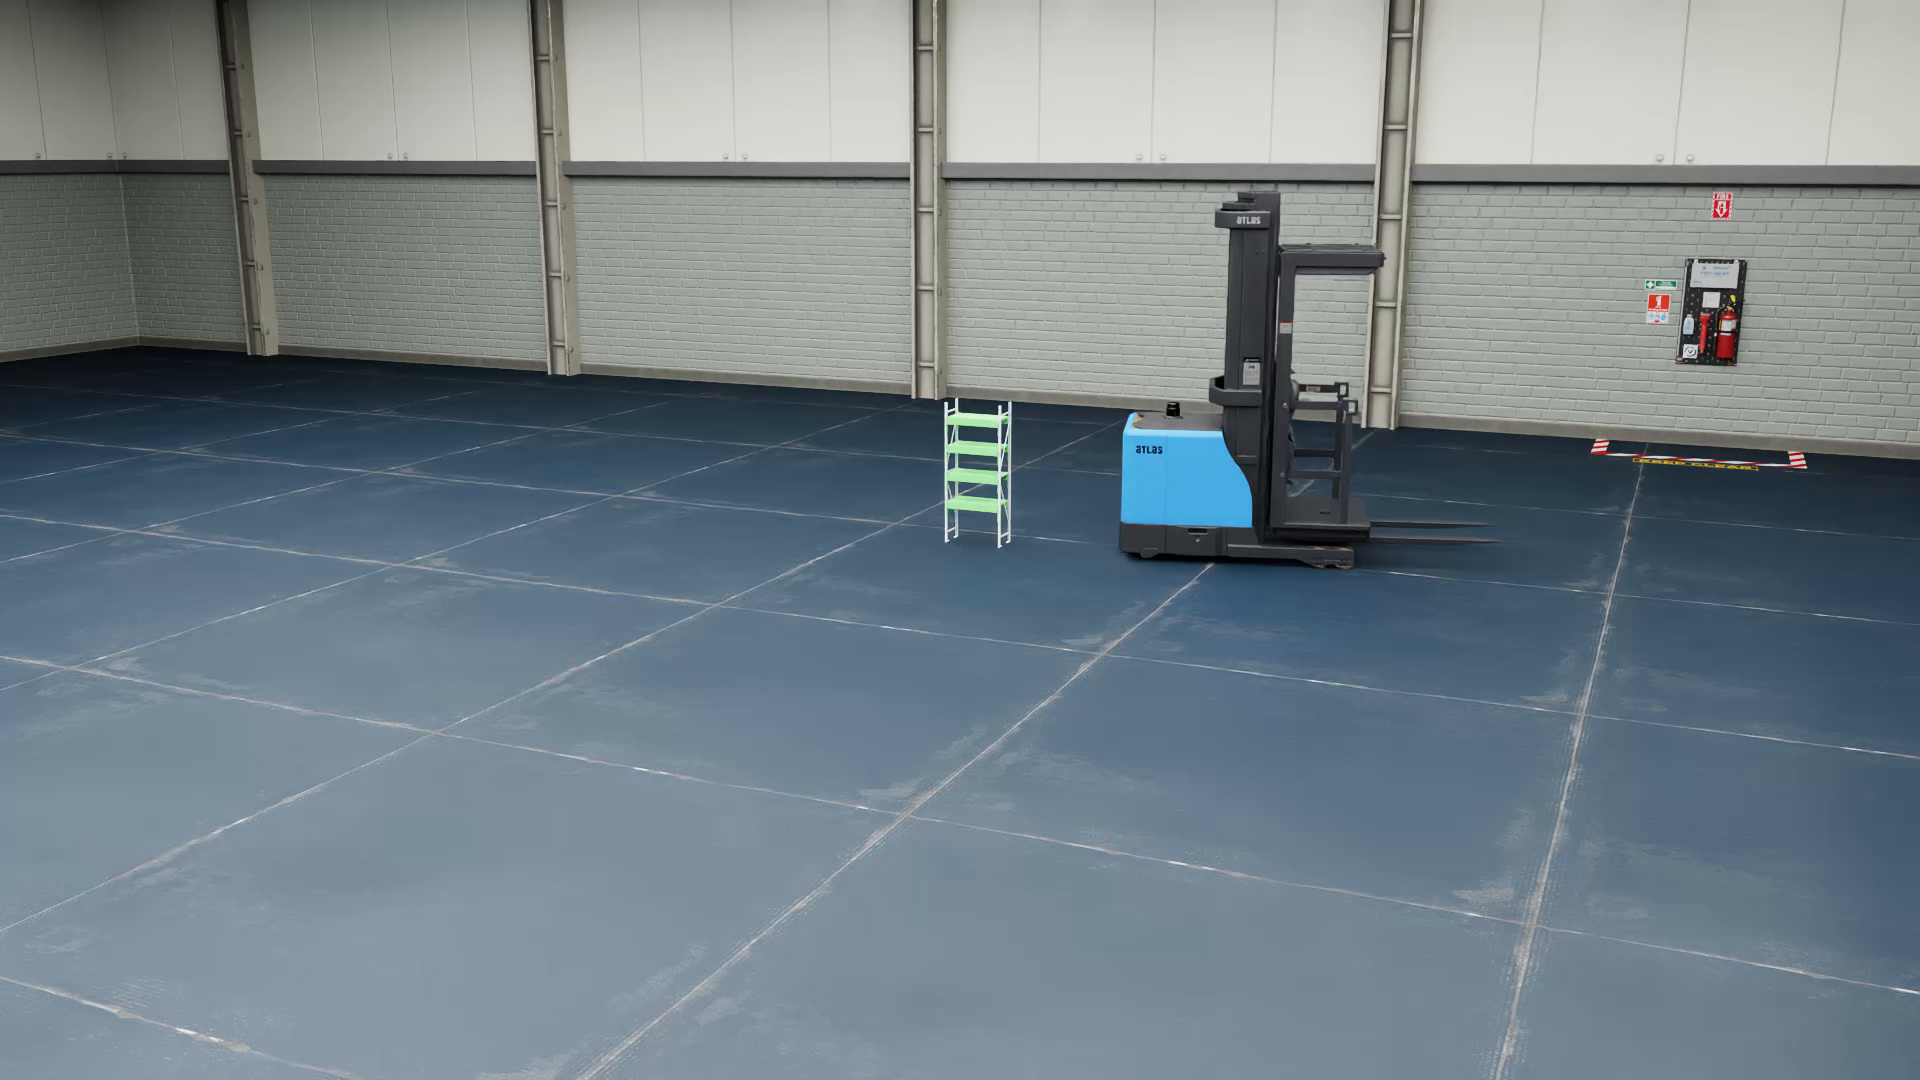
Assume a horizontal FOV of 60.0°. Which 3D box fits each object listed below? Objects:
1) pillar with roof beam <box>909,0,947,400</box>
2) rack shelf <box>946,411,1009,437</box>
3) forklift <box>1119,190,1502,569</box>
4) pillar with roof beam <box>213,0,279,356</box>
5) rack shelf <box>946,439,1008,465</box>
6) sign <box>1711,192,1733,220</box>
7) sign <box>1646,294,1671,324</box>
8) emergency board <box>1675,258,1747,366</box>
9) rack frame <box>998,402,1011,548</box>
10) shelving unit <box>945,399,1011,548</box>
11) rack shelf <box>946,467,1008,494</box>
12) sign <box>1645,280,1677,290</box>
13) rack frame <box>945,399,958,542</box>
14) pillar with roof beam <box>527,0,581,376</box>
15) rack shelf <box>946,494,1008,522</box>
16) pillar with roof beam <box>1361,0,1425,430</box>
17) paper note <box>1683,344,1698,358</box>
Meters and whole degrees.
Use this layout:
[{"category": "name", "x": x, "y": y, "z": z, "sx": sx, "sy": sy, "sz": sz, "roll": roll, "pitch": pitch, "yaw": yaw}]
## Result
[{"category": "pillar with roof beam", "x": -2.157, "y": -5.407, "z": 17.598, "sx": 0.400, "sy": 9.000, "sz": 9.100, "roll": 6, "pitch": 14, "yaw": 23}, {"category": "rack shelf", "x": 0.151, "y": -0.974, "z": 13.957, "sx": 0.480, "sy": 0.148, "sz": 0.258, "roll": 6, "pitch": 14, "yaw": 23}, {"category": "forklift", "x": 2.863, "y": -1.326, "z": 13.489, "sx": 3.031, "sy": 2.935, "sz": 1.130, "roll": 2, "pitch": 13, "yaw": 9}, {"category": "pillar with roof beam", "x": -13.128, "y": -6.517, "z": 22.330, "sx": 0.400, "sy": 9.000, "sz": 9.100, "roll": 6, "pitch": 14, "yaw": 23}, {"category": "rack shelf", "x": 0.151, "y": -0.740, "z": 14.012, "sx": 0.480, "sy": 0.148, "sz": 0.258, "roll": 6, "pitch": 14, "yaw": 23}, {"category": "sign", "x": 8.347, "y": -3.662, "z": 18.218, "sx": 0.199, "sy": 0.298, "sz": 0.001, "roll": 6, "pitch": 14, "yaw": 23}, {"category": "sign", "x": 7.851, "y": -2.601, "z": 18.697, "sx": 0.234, "sy": 0.329, "sz": 0.001, "roll": 6, "pitch": 14, "yaw": 23}, {"category": "emergency board", "x": 8.315, "y": -2.511, "z": 18.391, "sx": 0.643, "sy": 1.169, "sz": 0.194, "roll": 6, "pitch": 14, "yaw": 23}, {"category": "rack frame", "x": 0.374, "y": -0.546, "z": 13.956, "sx": 0.015, "sy": 1.200, "sz": 0.240, "roll": 6, "pitch": 14, "yaw": 23}, {"category": "shelving unit", "x": 0.151, "y": -0.569, "z": 14.052, "sx": 0.503, "sy": 1.200, "sz": 0.258, "roll": 6, "pitch": 14, "yaw": 23}, {"category": "rack shelf", "x": 0.151, "y": -0.507, "z": 14.067, "sx": 0.480, "sy": 0.148, "sz": 0.258, "roll": 6, "pitch": 14, "yaw": 23}, {"category": "sign", "x": 7.851, "y": -2.857, "z": 18.627, "sx": 0.331, "sy": 0.109, "sz": 0.001, "roll": 6, "pitch": 14, "yaw": 23}, {"category": "rack frame", "x": -0.072, "y": -0.591, "z": 14.149, "sx": 0.015, "sy": 1.200, "sz": 0.240, "roll": 6, "pitch": 14, "yaw": 23}, {"category": "pillar with roof beam", "x": -7.643, "y": -5.962, "z": 19.964, "sx": 0.400, "sy": 9.000, "sz": 9.100, "roll": 6, "pitch": 14, "yaw": 23}, {"category": "rack shelf", "x": 0.151, "y": -0.273, "z": 14.122, "sx": 0.480, "sy": 0.148, "sz": 0.258, "roll": 6, "pitch": 14, "yaw": 23}, {"category": "pillar with roof beam", "x": 3.329, "y": -4.851, "z": 15.232, "sx": 0.400, "sy": 9.000, "sz": 9.100, "roll": 6, "pitch": 14, "yaw": 23}, {"category": "paper note", "x": 8.181, "y": -2.113, "z": 18.623, "sx": 0.142, "sy": 0.148, "sz": 0.016, "roll": 6, "pitch": 14, "yaw": 23}]
